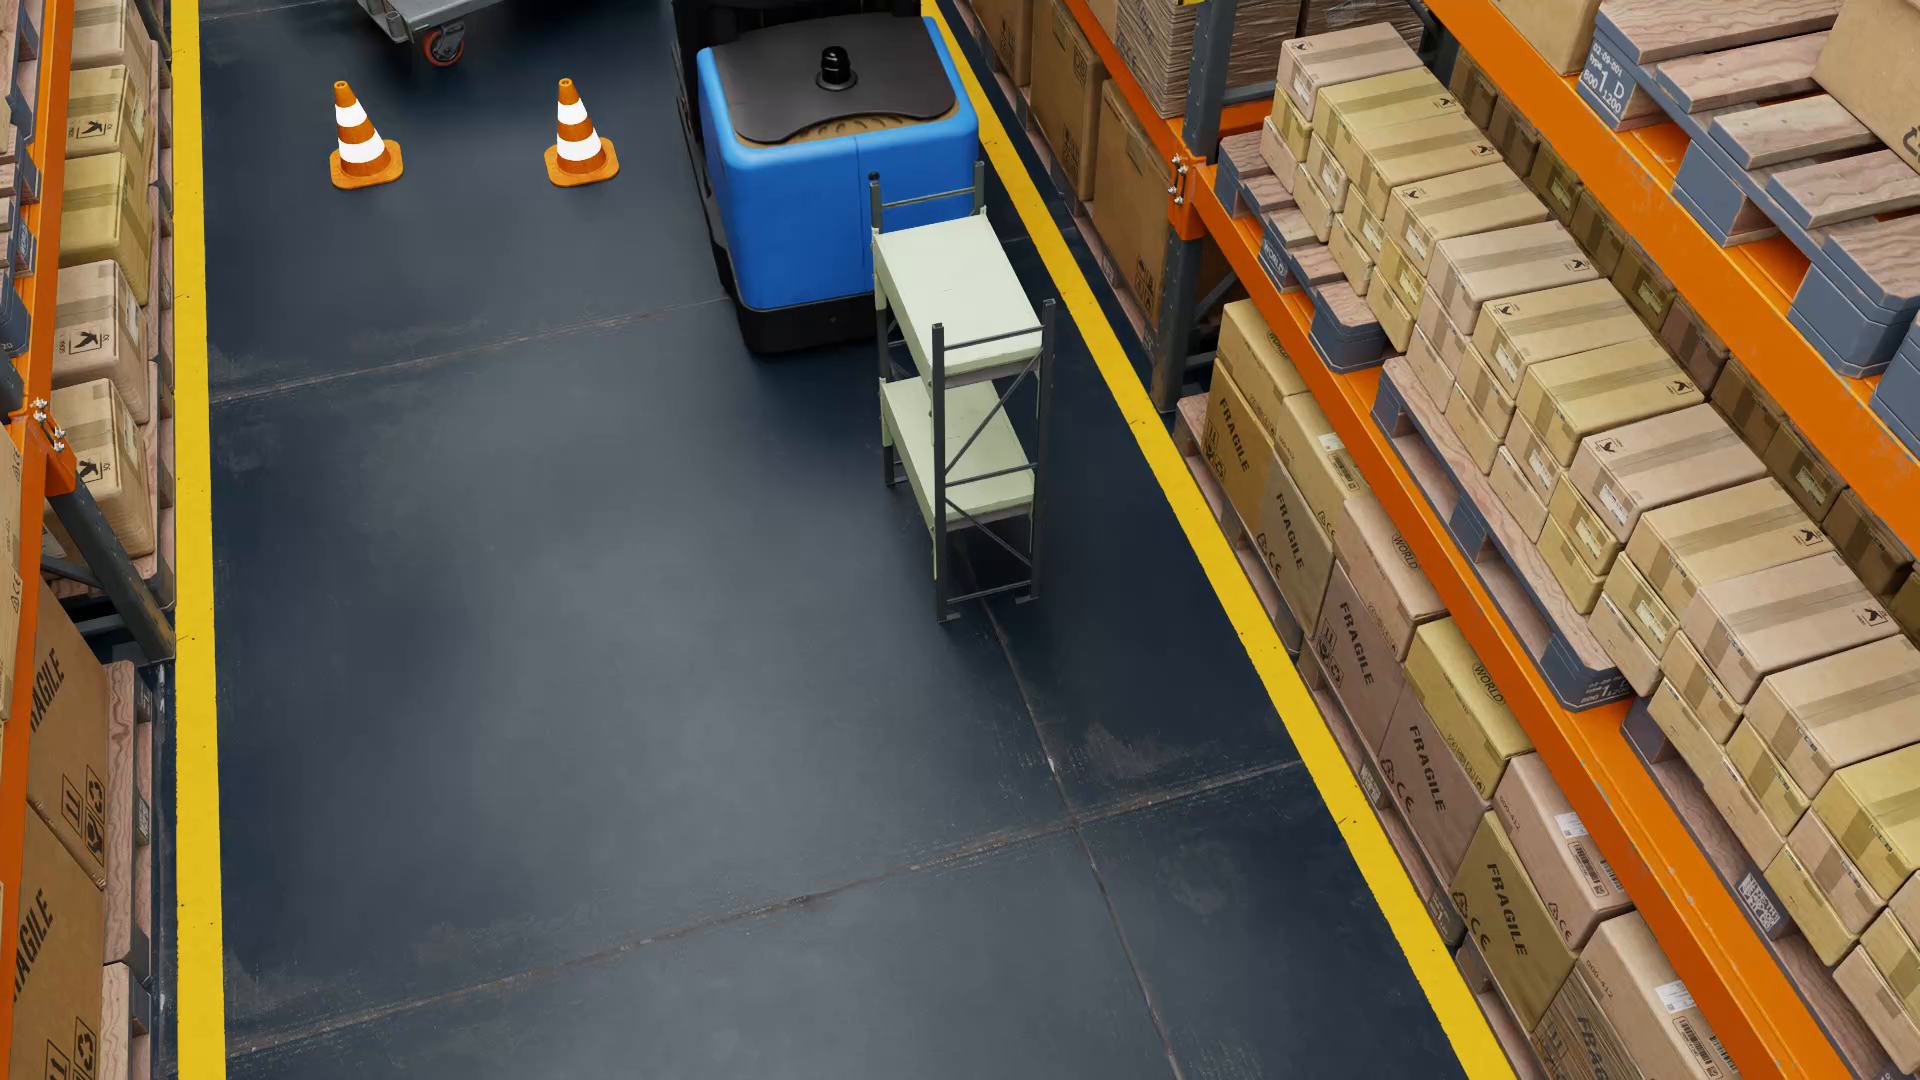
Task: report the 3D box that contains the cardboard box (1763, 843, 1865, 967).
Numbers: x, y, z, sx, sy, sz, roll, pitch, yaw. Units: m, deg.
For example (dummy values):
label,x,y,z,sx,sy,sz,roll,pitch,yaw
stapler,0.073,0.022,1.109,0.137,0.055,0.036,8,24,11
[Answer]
label,x,y,z,sx,sy,sz,roll,pitch,yaw
cardboard box,2.097,0.786,3.805,0.380,0.149,0.250,-13,51,-11

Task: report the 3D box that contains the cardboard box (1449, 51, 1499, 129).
label,x,y,z,sx,sy,sz,roll,pitch,yaw
cardboard box,1.879,-1.539,5.570,0.380,0.149,0.250,-12,51,-10

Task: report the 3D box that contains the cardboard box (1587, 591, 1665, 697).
label,x,y,z,sx,sy,sz,roll,pitch,yaw
cardboard box,1.864,0.218,4.283,0.380,0.149,0.250,-15,52,-13

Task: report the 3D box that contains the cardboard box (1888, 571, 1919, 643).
label,x,y,z,sx,sy,sz,roll,pitch,yaw
cardboard box,2.571,0.166,4.133,0.380,0.149,0.250,-15,52,-13

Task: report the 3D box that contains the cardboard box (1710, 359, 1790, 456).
label,x,y,z,sx,sy,sz,roll,pitch,yaw
cardboard box,2.339,-0.409,4.617,0.380,0.149,0.250,-14,51,-12

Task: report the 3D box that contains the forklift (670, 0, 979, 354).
label,x,y,z,sx,sy,sz,roll,pitch,yaw
forklift,-0.773,-2.899,7.067,1.130,2.935,3.031,-11,51,-9

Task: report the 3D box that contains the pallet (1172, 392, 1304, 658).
label,x,y,z,sx,sy,sz,roll,pitch,yaw
pallet,1.528,-0.177,6.550,1.003,0.211,1.213,-13,51,-11

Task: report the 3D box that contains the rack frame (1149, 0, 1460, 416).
label,x,y,z,sx,sy,sz,roll,pitch,yaw
rack frame,1.298,-1.646,5.966,1.000,3.000,0.127,-13,51,-11

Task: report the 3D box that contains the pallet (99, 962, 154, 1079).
label,x,y,z,sx,sy,sz,roll,pitch,yaw
pallet,-2.882,1.928,4.776,1.003,0.211,1.213,-13,51,-11

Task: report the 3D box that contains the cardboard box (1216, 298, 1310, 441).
label,x,y,z,sx,sy,sz,roll,pitch,yaw
cardboard box,1.271,-0.659,6.003,0.500,0.250,0.500,-15,52,-13

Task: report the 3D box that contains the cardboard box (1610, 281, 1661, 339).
label,x,y,z,sx,sy,sz,roll,pitch,yaw
cardboard box,2.183,-0.696,5.054,0.380,0.149,0.250,-15,52,-13

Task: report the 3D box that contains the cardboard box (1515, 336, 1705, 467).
label,x,y,z,sx,sy,sz,roll,pitch,yaw
cardboard box,1.710,-0.369,4.389,0.380,0.149,0.250,-14,51,-11

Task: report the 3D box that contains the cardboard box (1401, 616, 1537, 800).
label,x,y,z,sx,sy,sz,roll,pitch,yaw
cardboard box,1.710,0.456,5.063,0.500,0.250,0.500,-15,52,-13

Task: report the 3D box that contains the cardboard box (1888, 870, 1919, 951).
label,x,y,z,sx,sy,sz,roll,pitch,yaw
cardboard box,2.176,0.780,3.421,0.380,0.149,0.250,-11,51,-9

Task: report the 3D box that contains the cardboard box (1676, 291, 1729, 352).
label,x,y,z,sx,sy,sz,roll,pitch,yaw
cardboard box,2.261,-0.693,4.663,0.380,0.149,0.250,-11,51,-9

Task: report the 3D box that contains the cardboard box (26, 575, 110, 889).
label,x,y,z,sx,sy,sz,roll,pitch,yaw
cardboard box,-3.276,0.619,5.171,0.875,0.875,0.875,-14,51,-11

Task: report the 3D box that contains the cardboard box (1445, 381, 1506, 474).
label,x,y,z,sx,sy,sz,roll,pitch,yaw
cardboard box,1.632,-0.360,4.771,0.380,0.149,0.250,-13,51,-10

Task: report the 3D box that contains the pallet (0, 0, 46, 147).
label,x,y,z,sx,sy,sz,roll,pitch,yaw
pallet,-4.025,-1.828,6.244,1.003,0.211,1.213,-13,51,-11

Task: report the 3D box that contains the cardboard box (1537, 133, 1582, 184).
label,x,y,z,sx,sy,sz,roll,pitch,yaw
cardboard box,2.031,-1.263,5.143,0.380,0.149,0.250,-12,51,-10

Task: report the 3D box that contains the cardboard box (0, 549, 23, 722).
label,x,y,z,sx,sy,sz,roll,pitch,yaw
cardboard box,-2.837,0.275,4.444,0.500,0.250,0.500,-12,51,-10

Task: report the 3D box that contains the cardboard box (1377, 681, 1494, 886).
label,x,y,z,sx,sy,sz,roll,pitch,yaw
cardboard box,1.723,0.711,5.338,0.500,0.500,0.500,-14,51,-12

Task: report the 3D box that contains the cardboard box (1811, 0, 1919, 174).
label,x,y,z,sx,sy,sz,roll,pitch,yaw
cardboard box,2.150,-1.018,3.132,0.797,0.503,0.637,-14,51,-11

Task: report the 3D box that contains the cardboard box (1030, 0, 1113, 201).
label,x,y,z,sx,sy,sz,roll,pitch,yaw
cardboard box,0.942,-2.159,7.595,1.050,0.750,0.750,-13,51,-10

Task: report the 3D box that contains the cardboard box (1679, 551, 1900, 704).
label,x,y,z,sx,sy,sz,roll,pitch,yaw
cardboard box,1.943,0.203,3.907,0.380,0.149,0.250,-13,51,-11

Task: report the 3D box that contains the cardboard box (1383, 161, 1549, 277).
label,x,y,z,sx,sy,sz,roll,pitch,yaw
cardboard box,1.478,-0.942,4.872,0.380,0.149,0.250,-15,52,-12

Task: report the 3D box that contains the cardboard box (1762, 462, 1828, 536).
label,x,y,z,sx,sy,sz,roll,pitch,yaw
cardboard box,2.413,-0.123,4.572,0.380,0.149,0.250,-14,51,-12

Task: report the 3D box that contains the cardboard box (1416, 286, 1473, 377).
label,x,y,z,sx,sy,sz,roll,pitch,yaw
cardboard box,1.561,-0.640,4.812,0.380,0.149,0.250,-13,51,-11

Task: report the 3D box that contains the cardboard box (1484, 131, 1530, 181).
label,x,y,z,sx,sy,sz,roll,pitch,yaw
cardboard box,1.955,-1.263,5.532,0.380,0.149,0.250,-13,51,-11

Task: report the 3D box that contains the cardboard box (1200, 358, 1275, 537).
label,x,y,z,sx,sy,sz,roll,pitch,yaw
cardboard box,1.264,-0.402,6.277,0.500,0.500,0.500,-15,52,-13

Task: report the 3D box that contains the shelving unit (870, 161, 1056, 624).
label,x,y,z,sx,sy,sz,roll,pitch,yaw
shelving unit,-0.002,-0.488,5.970,0.431,1.500,0.755,-13,51,-11

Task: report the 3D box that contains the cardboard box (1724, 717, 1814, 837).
label,x,y,z,sx,sy,sz,roll,pitch,yaw
cardboard box,2.025,0.505,3.847,0.380,0.149,0.250,-11,51,-9

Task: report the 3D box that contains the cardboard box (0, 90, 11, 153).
label,x,y,z,sx,sy,sz,roll,pitch,yaw
cardboard box,-3.469,-1.417,5.662,0.380,0.149,0.250,-13,51,-11

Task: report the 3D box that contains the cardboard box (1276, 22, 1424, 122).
label,x,y,z,sx,sy,sz,roll,pitch,yaw
cardboard box,1.251,-1.508,5.350,0.380,0.149,0.250,-13,51,-11

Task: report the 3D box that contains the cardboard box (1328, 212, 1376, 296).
label,x,y,z,sx,sy,sz,roll,pitch,yaw
cardboard box,1.397,-0.935,5.256,0.380,0.149,0.250,-11,51,-9

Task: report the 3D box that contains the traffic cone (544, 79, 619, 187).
label,x,y,z,sx,sy,sz,roll,pitch,yaw
traffic cone,-1.838,-1.982,7.908,0.336,0.463,0.334,-13,51,-11

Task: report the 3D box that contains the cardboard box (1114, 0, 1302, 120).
label,x,y,z,sx,sy,sz,roll,pitch,yaw
cardboard box,0.908,-1.947,6.154,0.500,0.500,0.500,-13,51,-11

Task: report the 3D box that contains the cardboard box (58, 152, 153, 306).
label,x,y,z,sx,sy,sz,roll,pitch,yaw
cardboard box,-4.003,-1.249,7.075,0.950,0.372,0.625,-12,51,-10

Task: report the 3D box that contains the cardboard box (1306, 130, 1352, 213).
label,x,y,z,sx,sy,sz,roll,pitch,yaw
cardboard box,1.331,-1.201,5.285,0.380,0.149,0.250,-11,51,-9

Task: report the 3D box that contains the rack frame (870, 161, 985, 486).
label,x,y,z,sx,sy,sz,roll,pitch,yaw
rack frame,-0.110,-0.756,6.196,0.400,1.500,0.023,-13,51,-11

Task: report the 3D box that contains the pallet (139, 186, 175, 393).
label,x,y,z,sx,sy,sz,roll,pitch,yaw
pallet,-3.987,-1.015,7.257,1.003,0.211,1.213,-13,51,-11

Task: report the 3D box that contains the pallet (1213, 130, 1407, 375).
label,x,y,z,sx,sy,sz,roll,pitch,yaw
pallet,1.611,-1.088,5.621,1.213,0.211,1.003,-13,51,-11

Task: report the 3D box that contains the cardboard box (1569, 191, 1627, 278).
label,x,y,z,sx,sy,sz,roll,pitch,yaw
cardboard box,2.114,-0.970,5.090,0.380,0.149,0.250,-13,51,-11

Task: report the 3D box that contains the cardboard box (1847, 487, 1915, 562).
label,x,y,z,sx,sy,sz,roll,pitch,yaw
cardboard box,2.495,-0.123,4.182,0.380,0.149,0.250,-14,51,-11

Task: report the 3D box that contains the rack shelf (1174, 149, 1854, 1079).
label,x,y,z,sx,sy,sz,roll,pitch,yaw
rack shelf,1.890,0.046,5.009,1.077,0.370,4.000,-13,51,-11

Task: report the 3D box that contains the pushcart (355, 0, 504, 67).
label,x,y,z,sx,sy,sz,roll,pitch,yaw
pushcart,-2.420,-3.082,8.891,1.648,0.377,0.936,-30,56,-23

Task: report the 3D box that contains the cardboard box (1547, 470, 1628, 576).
label,x,y,z,sx,sy,sz,roll,pitch,yaw
cardboard box,1.781,-0.083,4.343,0.380,0.149,0.250,-13,51,-11

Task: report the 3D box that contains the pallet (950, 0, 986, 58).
label,x,y,z,sx,sy,sz,roll,pitch,yaw
pallet,0.415,-3.123,9.034,1.003,0.211,1.213,-13,51,-11
